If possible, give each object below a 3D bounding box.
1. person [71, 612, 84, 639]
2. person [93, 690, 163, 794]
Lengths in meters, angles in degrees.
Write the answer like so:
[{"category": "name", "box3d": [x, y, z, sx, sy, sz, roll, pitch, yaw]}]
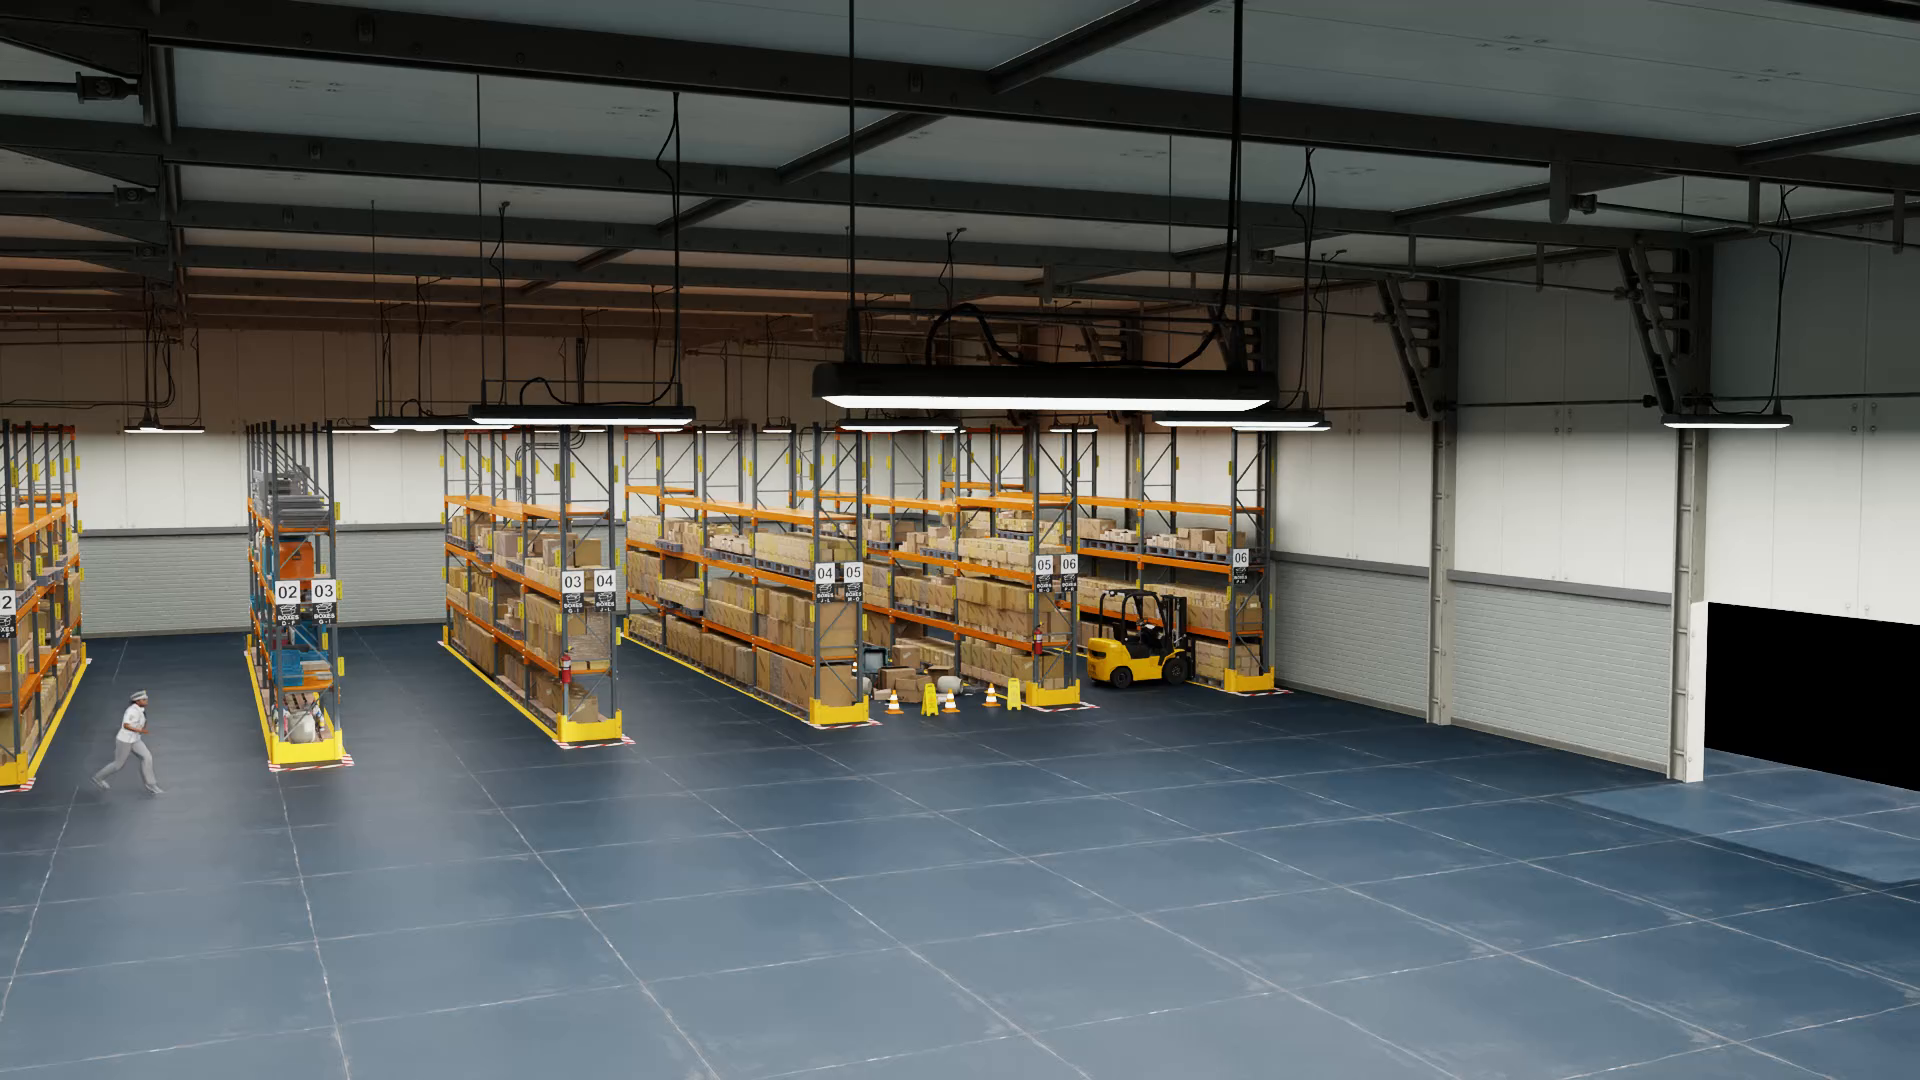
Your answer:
[{"category": "person", "box3d": [-23.309, 2.104, 43.594, 0.723, 1.825, 0.635, 2, 4, 34]}, {"category": "person", "box3d": [-13.301, 3.240, 26.538, 1.058, 1.685, 0.572, 0, 4, -2]}]
